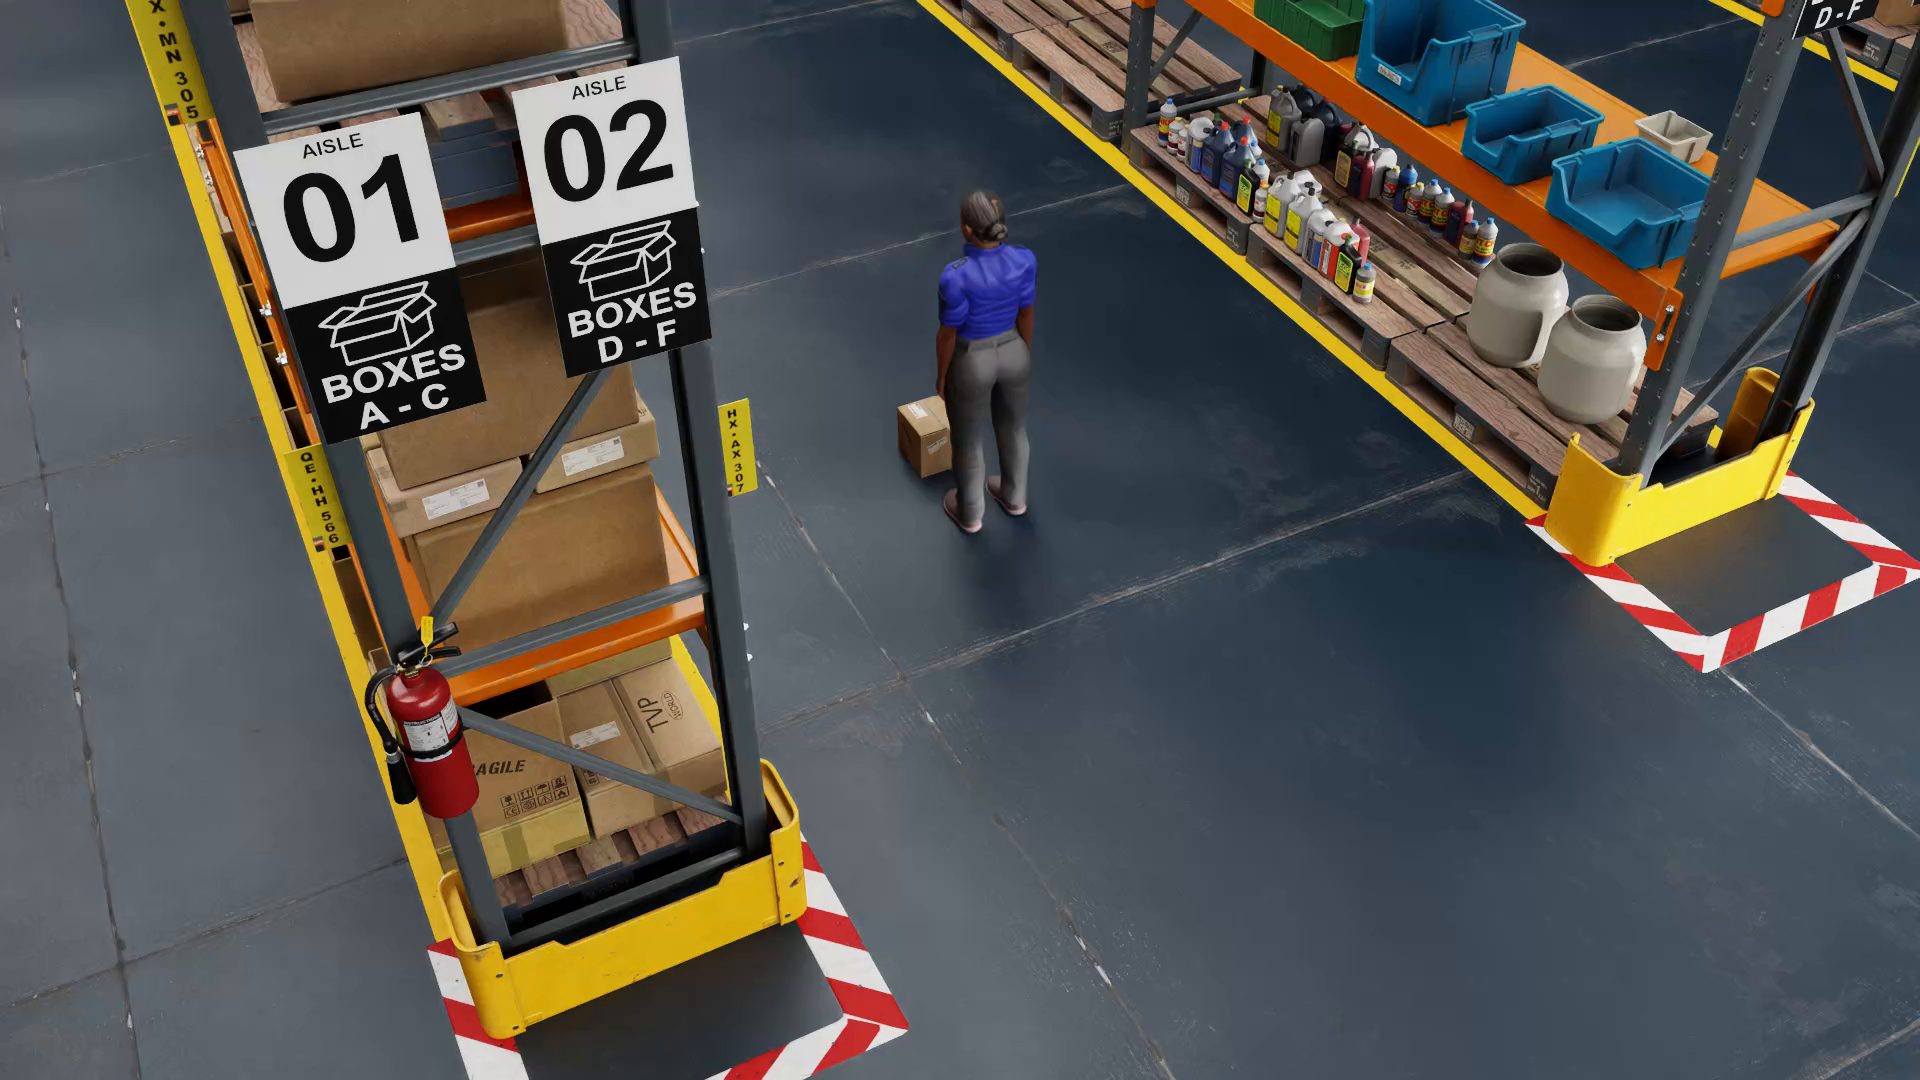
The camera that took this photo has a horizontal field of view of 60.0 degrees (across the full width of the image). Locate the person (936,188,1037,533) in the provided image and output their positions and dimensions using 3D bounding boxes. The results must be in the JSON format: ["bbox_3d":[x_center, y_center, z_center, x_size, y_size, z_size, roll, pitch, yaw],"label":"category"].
[{"bbox_3d":[0.083,-0.744,6.999,0.444,1.670,0.354,-19,45,-20],"label":"person"}]
